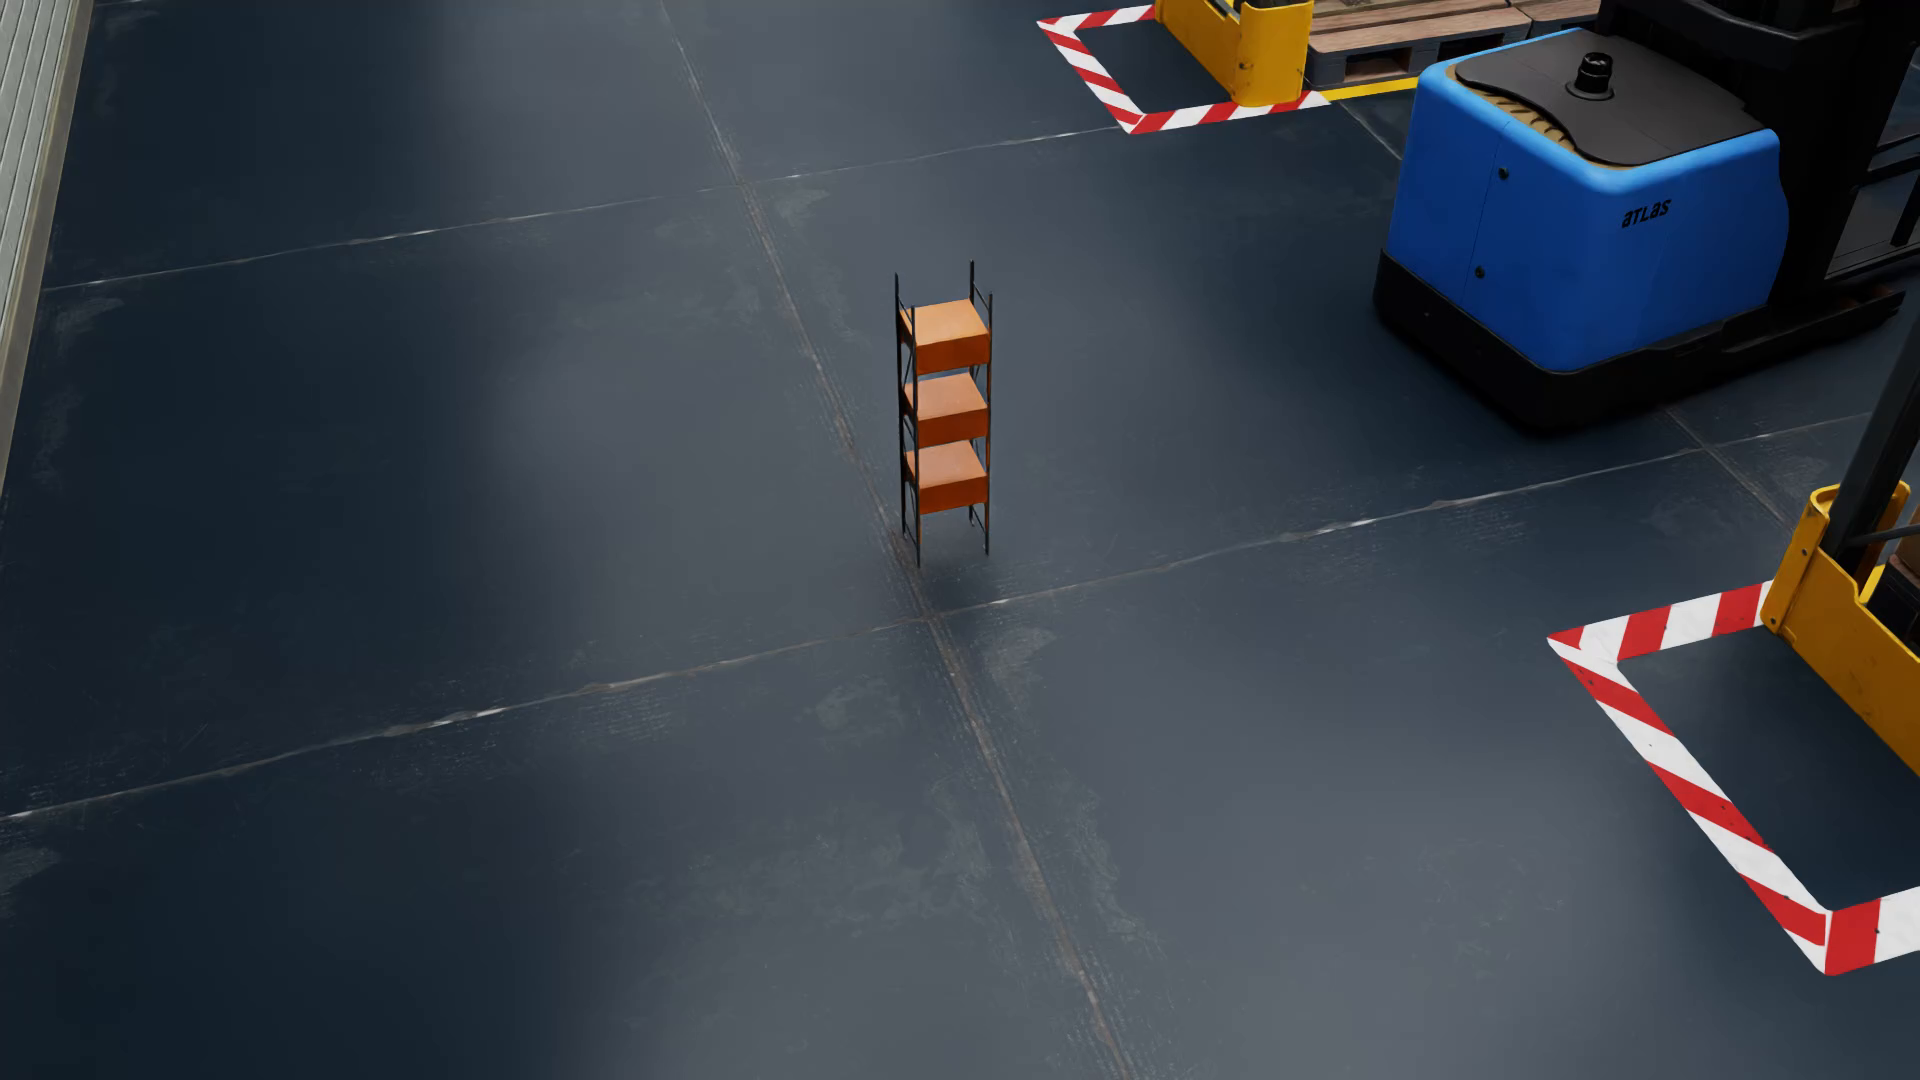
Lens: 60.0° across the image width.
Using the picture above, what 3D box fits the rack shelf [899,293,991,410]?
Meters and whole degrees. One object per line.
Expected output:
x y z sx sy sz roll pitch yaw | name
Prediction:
-0.051 -0.591 5.213 0.240 0.259 0.215 -12 42 -13 | rack shelf

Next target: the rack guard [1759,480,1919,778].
2.948 0.376 4.940 0.348 0.500 1.175 -12 42 -13 | rack guard

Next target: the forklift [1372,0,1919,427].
3.224 -2.202 6.043 3.031 2.935 1.130 -19 45 -20 | forklift

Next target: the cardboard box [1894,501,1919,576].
3.320 -0.037 5.078 0.500 0.500 0.500 -12 42 -13 | cardboard box

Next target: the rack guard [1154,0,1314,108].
1.372 -2.706 8.467 0.348 0.500 1.175 -12 42 -13 | rack guard

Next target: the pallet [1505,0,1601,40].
3.351 -2.987 9.008 1.213 0.211 1.003 -12 42 -13 | pallet

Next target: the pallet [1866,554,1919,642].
3.708 0.327 5.216 1.213 0.211 1.003 -12 42 -13 | pallet

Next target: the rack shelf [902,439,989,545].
-0.051 -0.168 5.582 0.240 0.259 0.215 -12 42 -13 | rack shelf

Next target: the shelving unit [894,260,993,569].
-0.051 -0.385 5.392 0.252 1.050 0.215 -12 42 -13 | shelving unit

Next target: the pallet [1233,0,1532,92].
2.190 -2.748 8.735 1.213 0.211 1.003 -12 42 -13 | pallet

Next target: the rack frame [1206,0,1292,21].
1.391 -3.660 7.659 0.127 3.000 1.000 -12 42 -13 | rack frame

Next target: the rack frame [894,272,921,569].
-0.167 -0.361 5.365 0.008 1.050 0.200 -12 42 -13 | rack frame

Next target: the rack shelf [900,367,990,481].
-0.051 -0.377 5.399 0.240 0.259 0.215 -12 42 -13 | rack shelf

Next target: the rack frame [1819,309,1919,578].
2.876 -0.551 4.100 0.127 3.000 1.000 -12 42 -13 | rack frame

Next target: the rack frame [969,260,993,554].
0.065 -0.409 5.420 0.008 1.050 0.200 -12 42 -13 | rack frame
